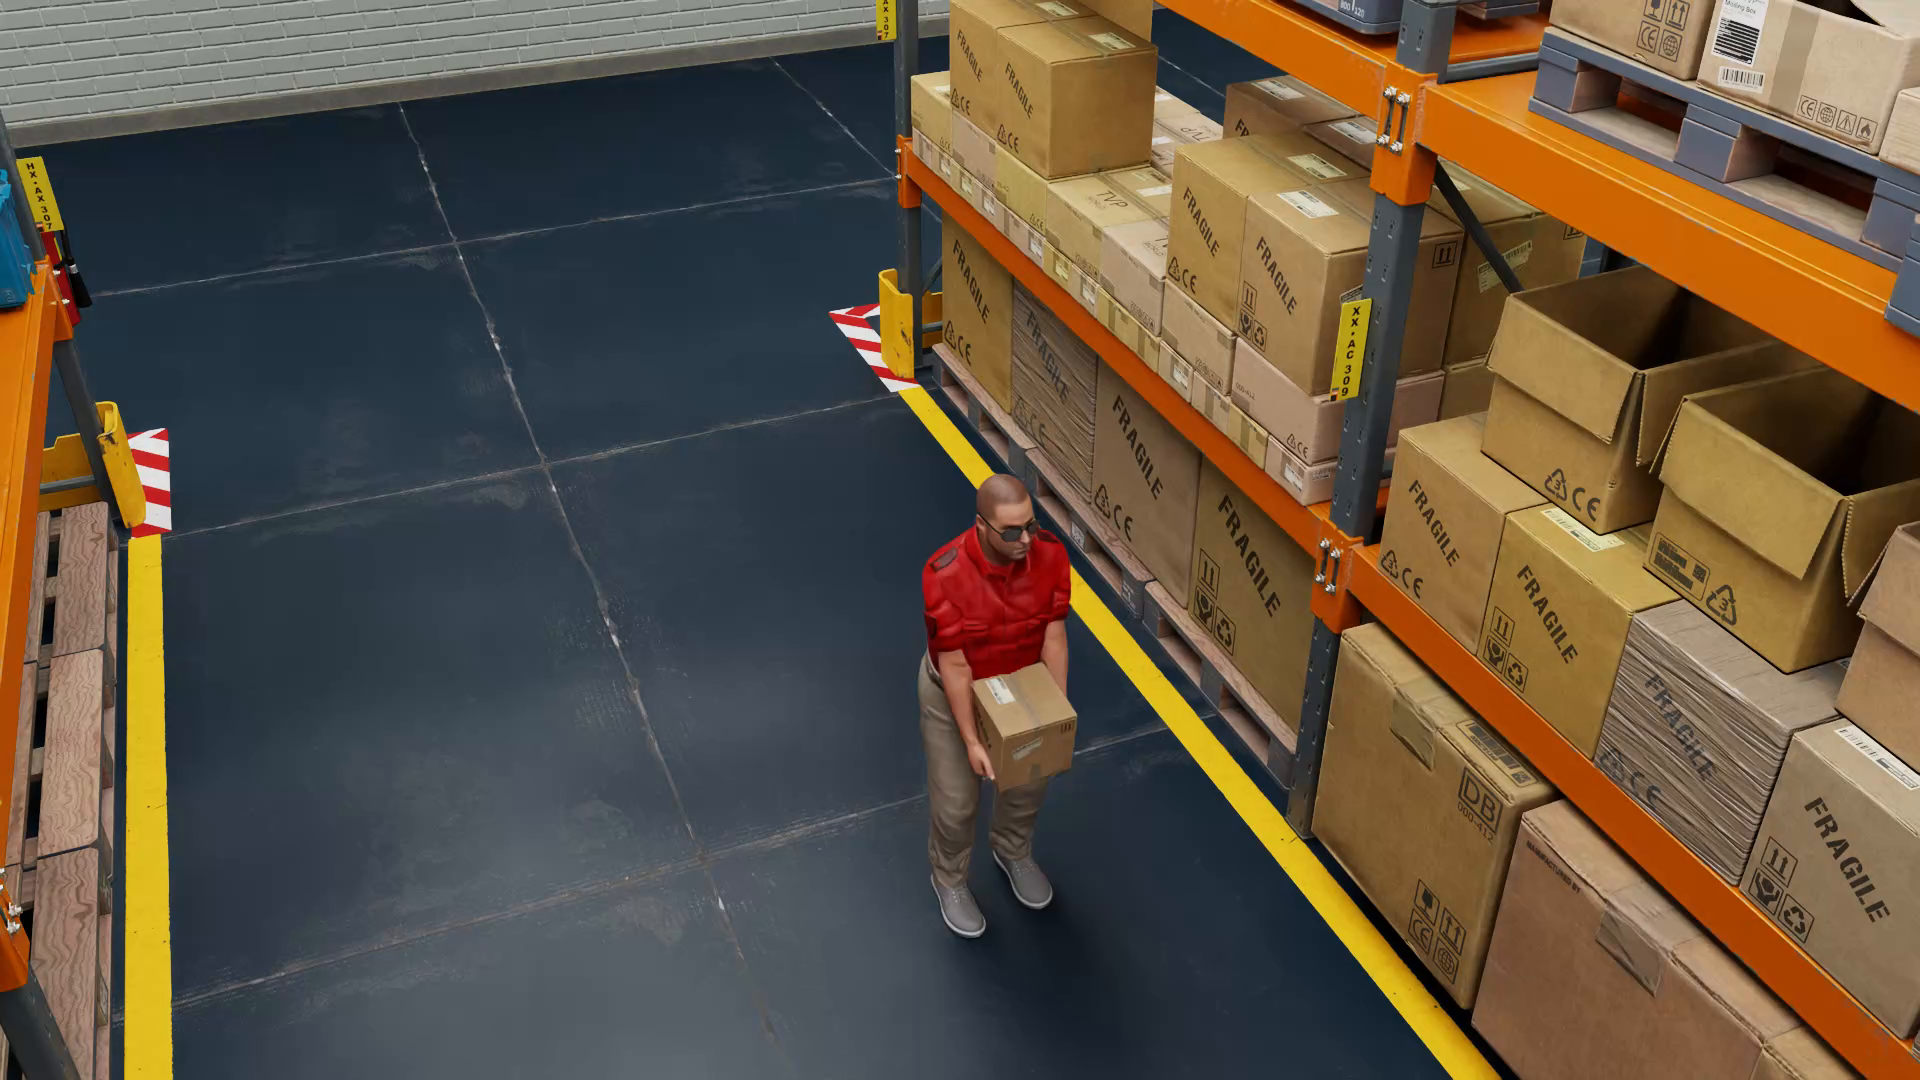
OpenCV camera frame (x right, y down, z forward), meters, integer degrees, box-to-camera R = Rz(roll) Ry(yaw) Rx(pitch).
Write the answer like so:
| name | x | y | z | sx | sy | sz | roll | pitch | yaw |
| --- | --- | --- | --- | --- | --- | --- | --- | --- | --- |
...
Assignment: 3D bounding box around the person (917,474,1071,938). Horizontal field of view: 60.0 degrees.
| name | x | y | z | sx | sy | sz | roll | pitch | yaw |
| --- | --- | --- | --- | --- | --- | --- | --- | --- | --- |
| person | 0.127 | 0.542 | 5.347 | 0.487 | 1.718 | 0.561 | -14 | 36 | -20 |
